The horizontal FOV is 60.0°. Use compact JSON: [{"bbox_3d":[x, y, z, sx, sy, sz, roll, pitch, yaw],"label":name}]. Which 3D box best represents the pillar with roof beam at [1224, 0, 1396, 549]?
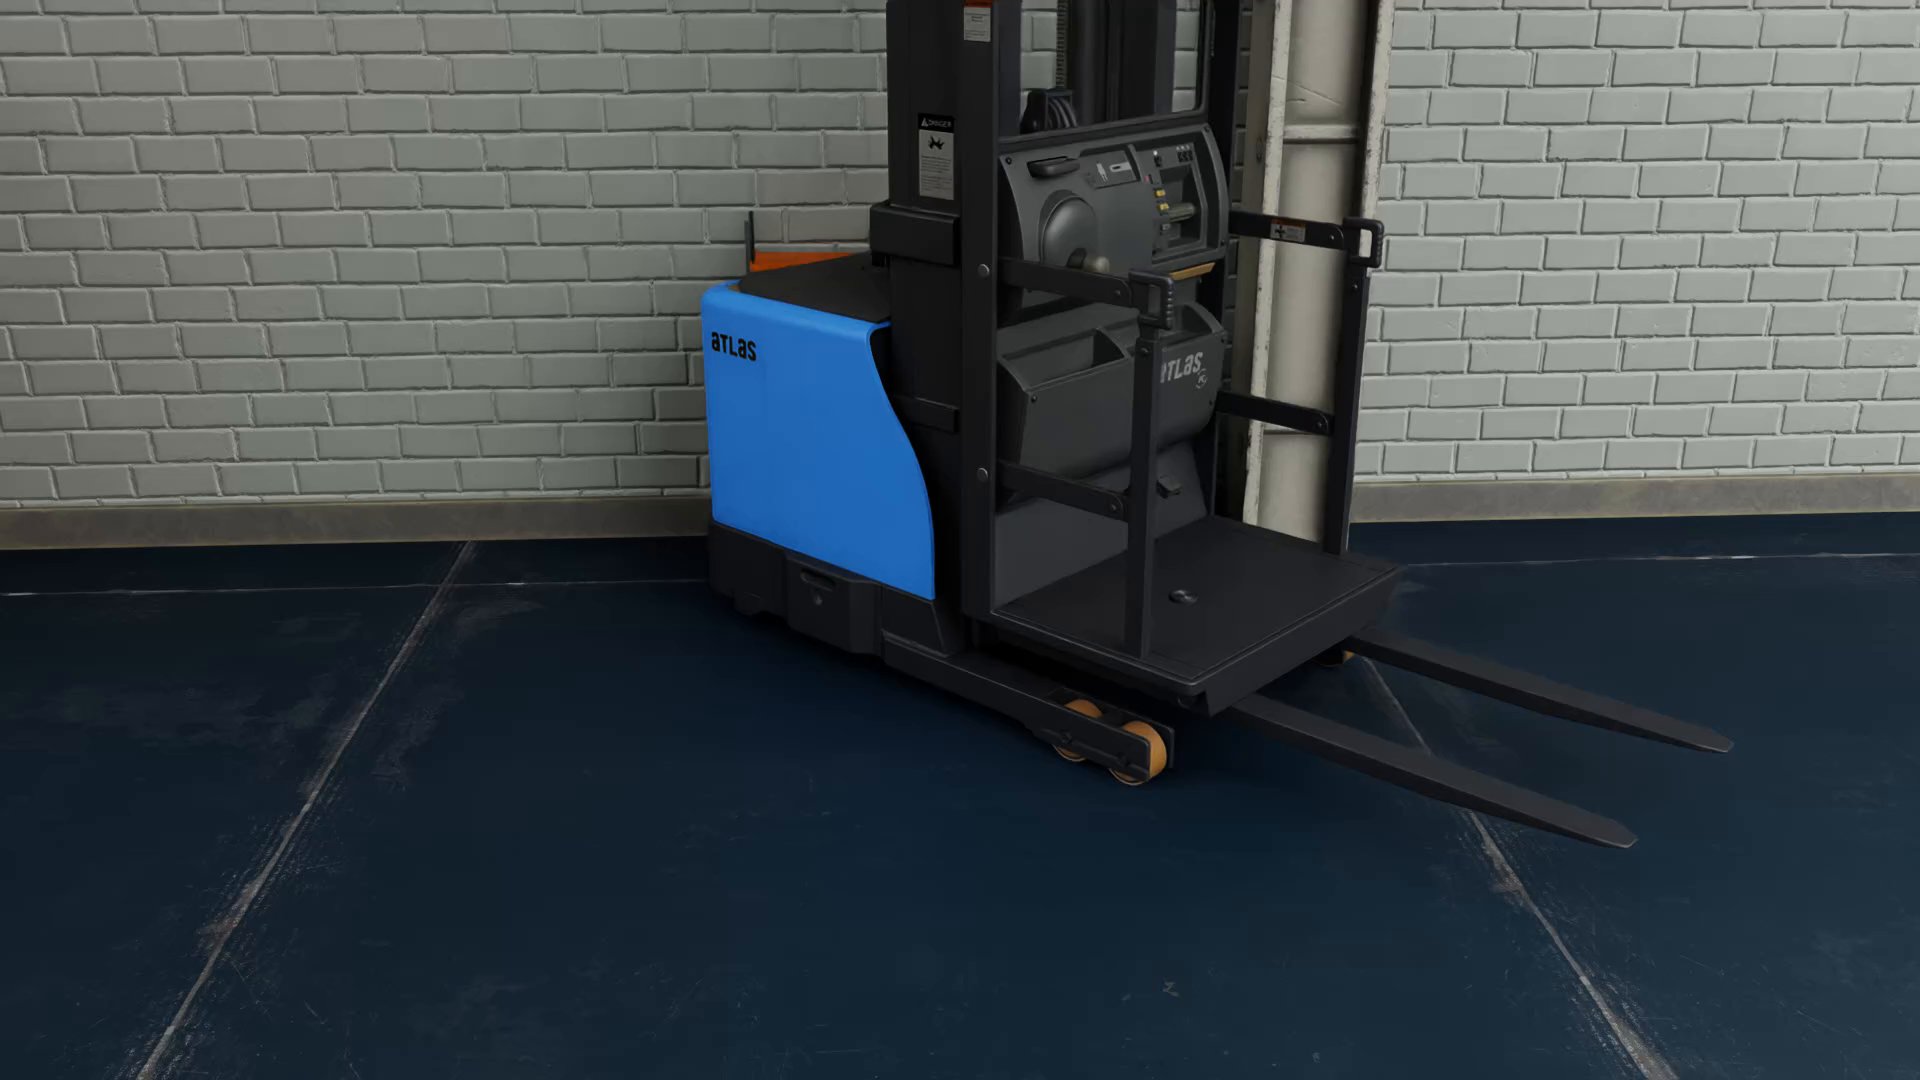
[{"bbox_3d":[1.445,-2.693,0.548,0.400,9.000,9.100,-1,21,-3],"label":"pillar with roof beam"}]

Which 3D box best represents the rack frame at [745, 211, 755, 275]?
[{"bbox_3d":[-0.722,-0.532,5.836,0.015,1.200,0.240,-1,19,-3],"label":"rack frame"}]

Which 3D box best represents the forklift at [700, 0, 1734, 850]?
[{"bbox_3d":[0.597,-0.929,4.441,3.031,2.935,1.130,18,27,39],"label":"forklift"}]

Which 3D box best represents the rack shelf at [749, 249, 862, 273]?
[{"bbox_3d":[-0.474,-0.906,5.722,0.480,0.148,0.258,-1,19,-3],"label":"rack shelf"}]

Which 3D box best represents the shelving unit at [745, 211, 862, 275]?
[{"bbox_3d":[-0.478,-0.535,5.850,0.503,1.200,0.258,-1,19,-3],"label":"shelving unit"}]
